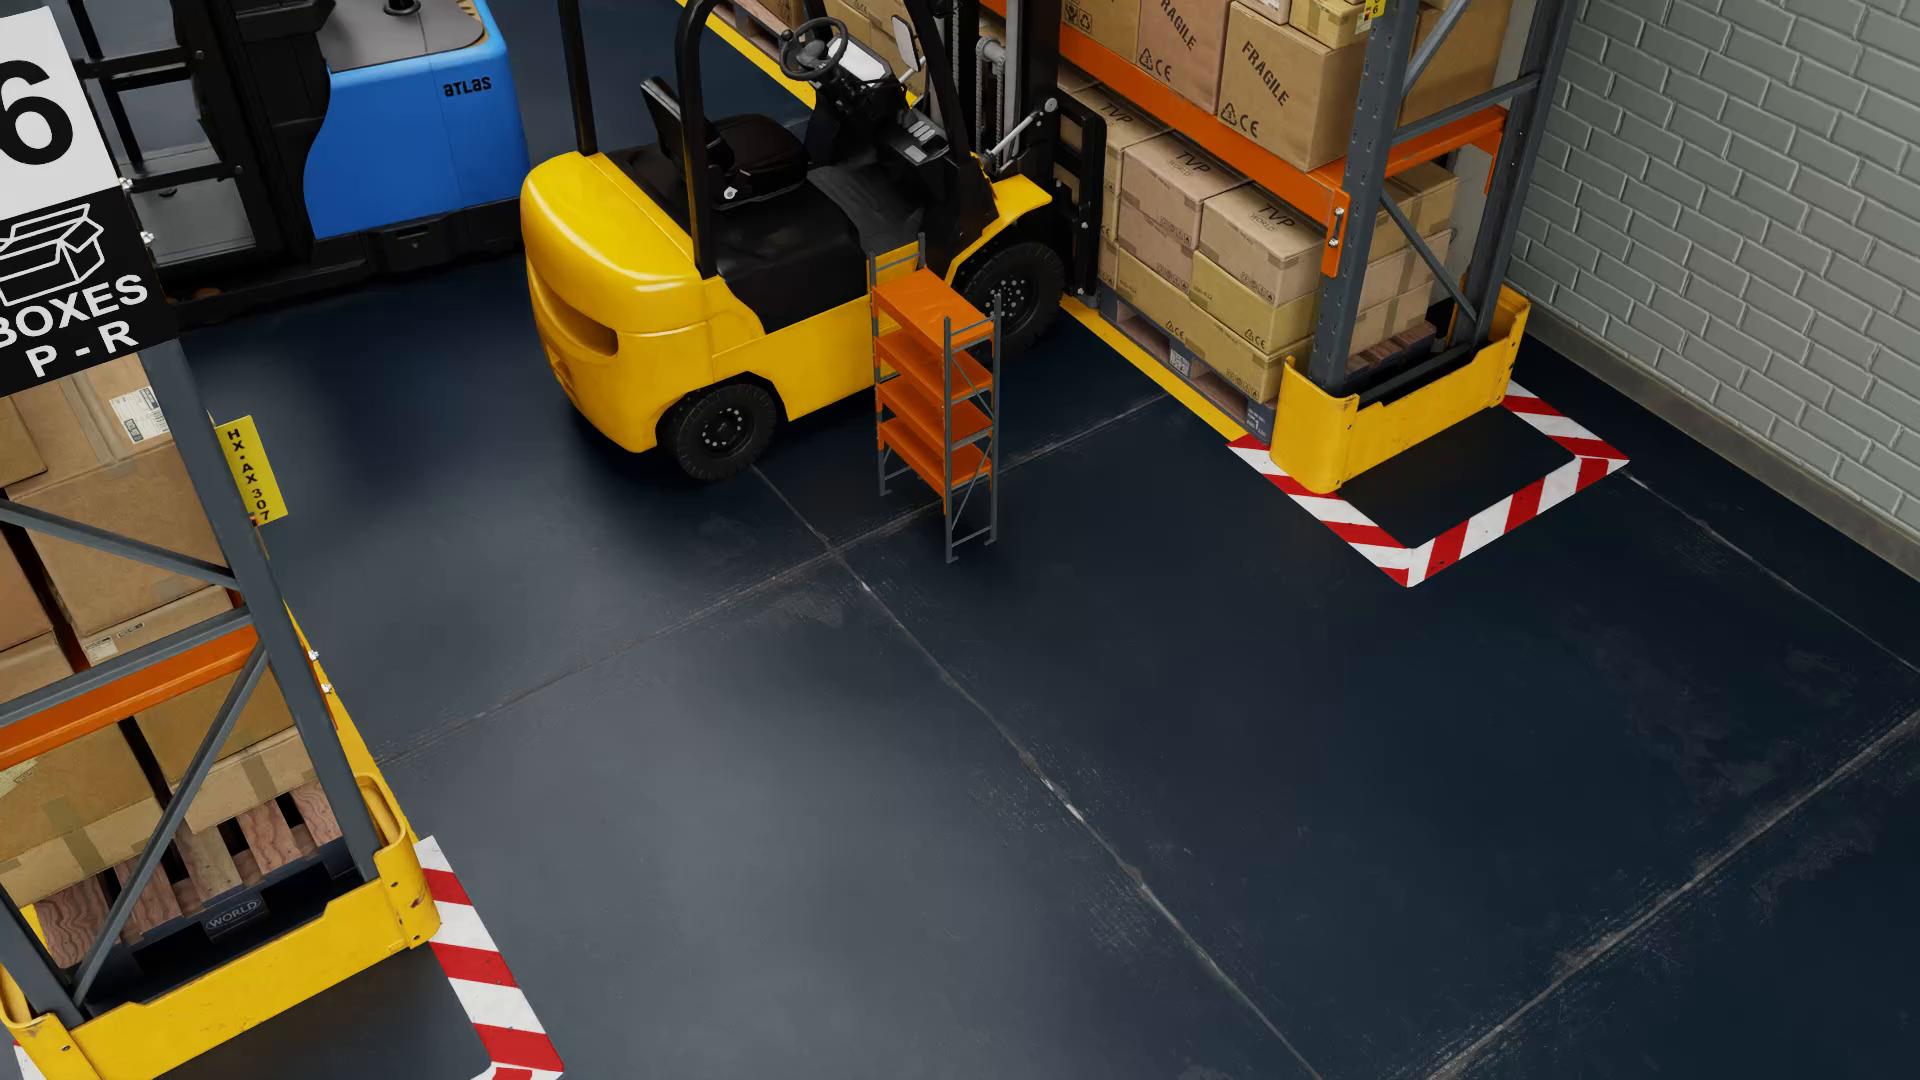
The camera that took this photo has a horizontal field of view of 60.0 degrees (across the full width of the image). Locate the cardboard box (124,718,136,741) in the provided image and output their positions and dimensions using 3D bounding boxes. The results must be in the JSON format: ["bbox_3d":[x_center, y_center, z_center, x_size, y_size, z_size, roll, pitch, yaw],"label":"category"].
[{"bbox_3d":[-3.179,0.557,5.681,0.500,0.250,0.500,-26,49,-24],"label":"cardboard box"}]

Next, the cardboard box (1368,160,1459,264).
[{"bbox_3d":[1.743,-1.467,7.077,0.500,0.250,0.500,-26,50,-25],"label":"cardboard box"}]

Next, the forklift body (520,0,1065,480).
[{"bbox_3d":[-0.718,-1.647,6.917,2.313,2.155,1.214,-26,49,-24],"label":"forklift body"}]

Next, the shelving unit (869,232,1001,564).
[{"bbox_3d":[-0.095,-0.528,6.434,0.258,1.200,0.503,-26,49,-24],"label":"shelving unit"}]

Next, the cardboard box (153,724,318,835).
[{"bbox_3d":[-2.441,0.639,5.596,0.500,0.250,0.500,-26,49,-25],"label":"cardboard box"}]

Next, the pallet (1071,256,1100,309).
[{"bbox_3d":[0.698,-1.699,8.377,1.003,0.211,1.213,-26,49,-24],"label":"pallet"}]

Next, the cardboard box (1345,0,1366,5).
[{"bbox_3d":[1.485,-2.099,6.018,0.380,0.149,0.250,-26,49,-24],"label":"cardboard box"}]

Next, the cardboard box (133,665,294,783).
[{"bbox_3d":[-2.455,0.354,5.351,0.500,0.500,0.500,-27,50,-26],"label":"cardboard box"}]

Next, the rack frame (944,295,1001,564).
[{"bbox_3d":[0.045,-0.390,6.289,0.240,1.200,0.015,-26,49,-24],"label":"rack frame"}]

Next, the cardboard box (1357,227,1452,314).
[{"bbox_3d":[1.765,-1.287,7.251,0.500,0.250,0.500,-25,49,-24],"label":"cardboard box"}]

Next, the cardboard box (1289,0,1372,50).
[{"bbox_3d":[1.435,-1.957,6.086,0.380,0.149,0.250,-25,49,-24],"label":"cardboard box"}]

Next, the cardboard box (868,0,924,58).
[{"bbox_3d":[-0.122,-2.693,8.362,0.500,0.250,0.500,-26,49,-24],"label":"cardboard box"}]

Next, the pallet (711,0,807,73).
[{"bbox_3d":[-0.879,-3.259,10.011,1.003,0.211,1.213,-26,49,-24],"label":"pallet"}]

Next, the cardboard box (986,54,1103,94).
[{"bbox_3d":[0.466,-2.116,7.757,0.500,0.250,0.500,-27,50,-25],"label":"cardboard box"}]

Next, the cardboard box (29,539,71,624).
[{"bbox_3d":[-2.387,0.042,4.716,0.380,0.149,0.250,-25,49,-24],"label":"cardboard box"}]

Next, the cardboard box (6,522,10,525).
[{"bbox_3d":[-3.025,-0.265,4.568,0.500,0.500,0.500,-26,49,-24],"label":"cardboard box"}]

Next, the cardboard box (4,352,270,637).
[{"bbox_3d":[-2.249,-0.159,4.457,0.500,0.500,0.500,-26,50,-25],"label":"cardboard box"}]

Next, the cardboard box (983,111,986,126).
[{"bbox_3d":[0.454,-1.948,7.943,0.500,0.250,0.500,-26,49,-25],"label":"cardboard box"}]

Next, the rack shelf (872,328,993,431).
[{"bbox_3d":[-0.095,-0.641,6.326,0.258,0.148,0.480,-26,49,-24],"label":"rack shelf"}]

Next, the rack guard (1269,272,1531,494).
[{"bbox_3d":[1.877,-0.683,7.103,1.175,0.500,0.348,-26,49,-24],"label":"rack guard"}]

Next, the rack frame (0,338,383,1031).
[{"bbox_3d":[-2.206,0.362,4.198,1.000,3.000,0.127,-26,49,-24],"label":"rack frame"}]

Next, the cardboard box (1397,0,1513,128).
[{"bbox_3d":[1.808,-2.027,6.629,0.500,0.500,0.500,-24,49,-23],"label":"cardboard box"}]

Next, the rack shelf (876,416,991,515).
[{"bbox_3d":[-0.095,-0.335,6.617,0.258,0.148,0.480,-26,49,-24],"label":"rack shelf"}]

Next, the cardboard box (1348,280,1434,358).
[{"bbox_3d":[1.743,-1.113,7.431,0.500,0.250,0.500,-26,49,-24],"label":"cardboard box"}]

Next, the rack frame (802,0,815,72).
[{"bbox_3d":[-0.425,-3.866,8.627,1.000,3.000,0.127,-26,49,-24],"label":"rack frame"}]

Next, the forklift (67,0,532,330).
[{"bbox_3d":[-3.627,-2.440,7.184,3.031,2.935,1.130,-16,46,-16],"label":"forklift"}]

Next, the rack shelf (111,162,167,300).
[{"bbox_3d":[-3.350,-1.595,4.597,1.077,0.370,4.000,-26,49,-24],"label":"rack shelf"}]

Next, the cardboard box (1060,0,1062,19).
[{"bbox_3d":[0.487,-2.680,7.312,0.500,0.500,0.500,-25,49,-24],"label":"cardboard box"}]

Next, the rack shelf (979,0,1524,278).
[{"bbox_3d":[0.719,-2.473,7.689,1.077,0.370,4.000,-26,49,-24],"label":"rack shelf"}]

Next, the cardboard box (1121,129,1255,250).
[{"bbox_3d":[1.047,-1.544,7.158,0.500,0.250,0.500,-25,49,-24],"label":"cardboard box"}]

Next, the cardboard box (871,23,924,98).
[{"bbox_3d":[-0.112,-2.524,8.547,0.500,0.250,0.500,-26,49,-25],"label":"cardboard box"}]

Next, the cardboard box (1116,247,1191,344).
[{"bbox_3d":[1.059,-1.185,7.506,0.500,0.250,0.500,-26,49,-24],"label":"cardboard box"}]

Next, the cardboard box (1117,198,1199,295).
[{"bbox_3d":[1.050,-1.379,7.348,0.500,0.250,0.500,-26,50,-25],"label":"cardboard box"}]

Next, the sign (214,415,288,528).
[{"bbox_3d":[-1.761,-0.165,4.124,0.100,0.325,0.005,-26,49,-24],"label":"sign"}]

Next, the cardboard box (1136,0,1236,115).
[{"bbox_3d":[1.077,-2.109,6.715,0.500,0.500,0.500,-24,49,-23],"label":"cardboard box"}]
